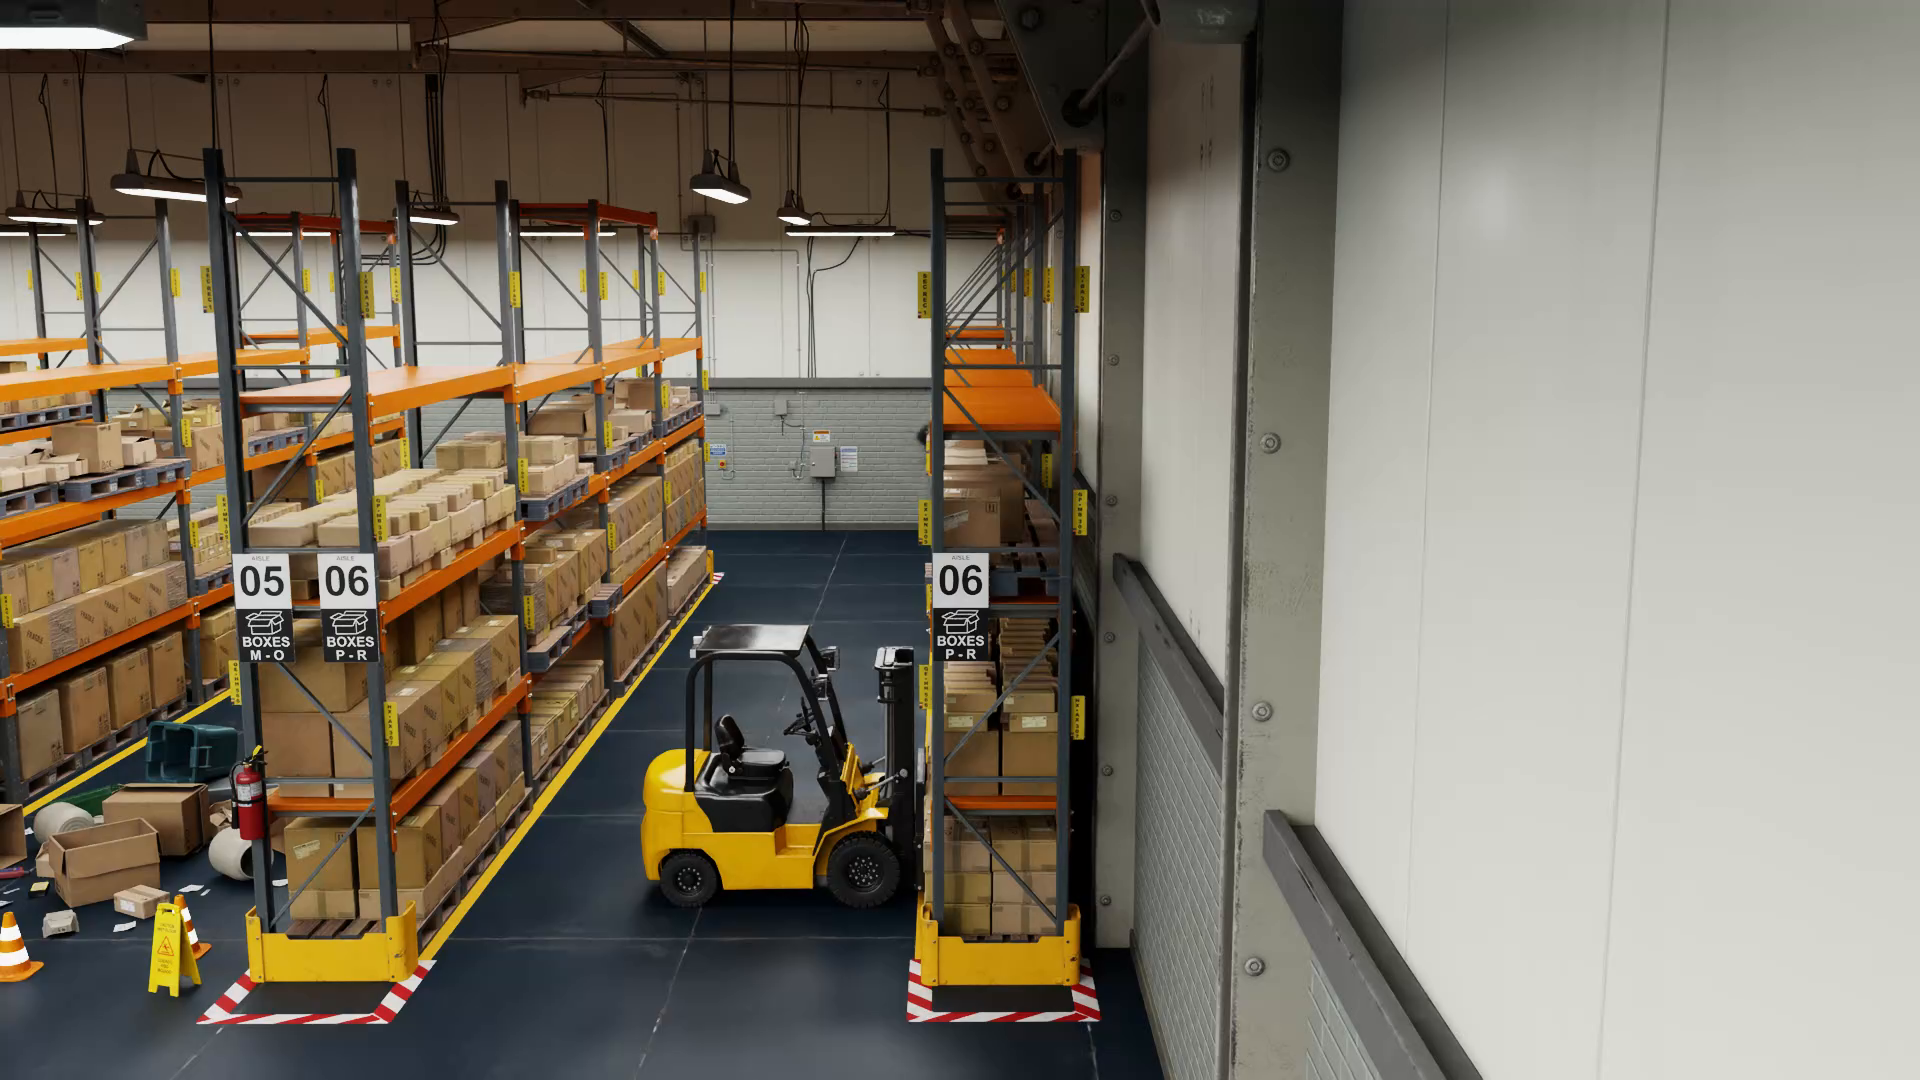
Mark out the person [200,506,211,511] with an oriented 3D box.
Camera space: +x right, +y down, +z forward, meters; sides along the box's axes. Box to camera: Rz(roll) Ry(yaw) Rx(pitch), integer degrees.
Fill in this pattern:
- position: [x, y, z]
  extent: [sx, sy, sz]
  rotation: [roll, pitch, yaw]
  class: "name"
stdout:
- position: [-11.482, 0.298, 25.481]
  extent: [0.617, 1.663, 0.565]
  rotation: [-1, 9, -3]
  class: "person"
